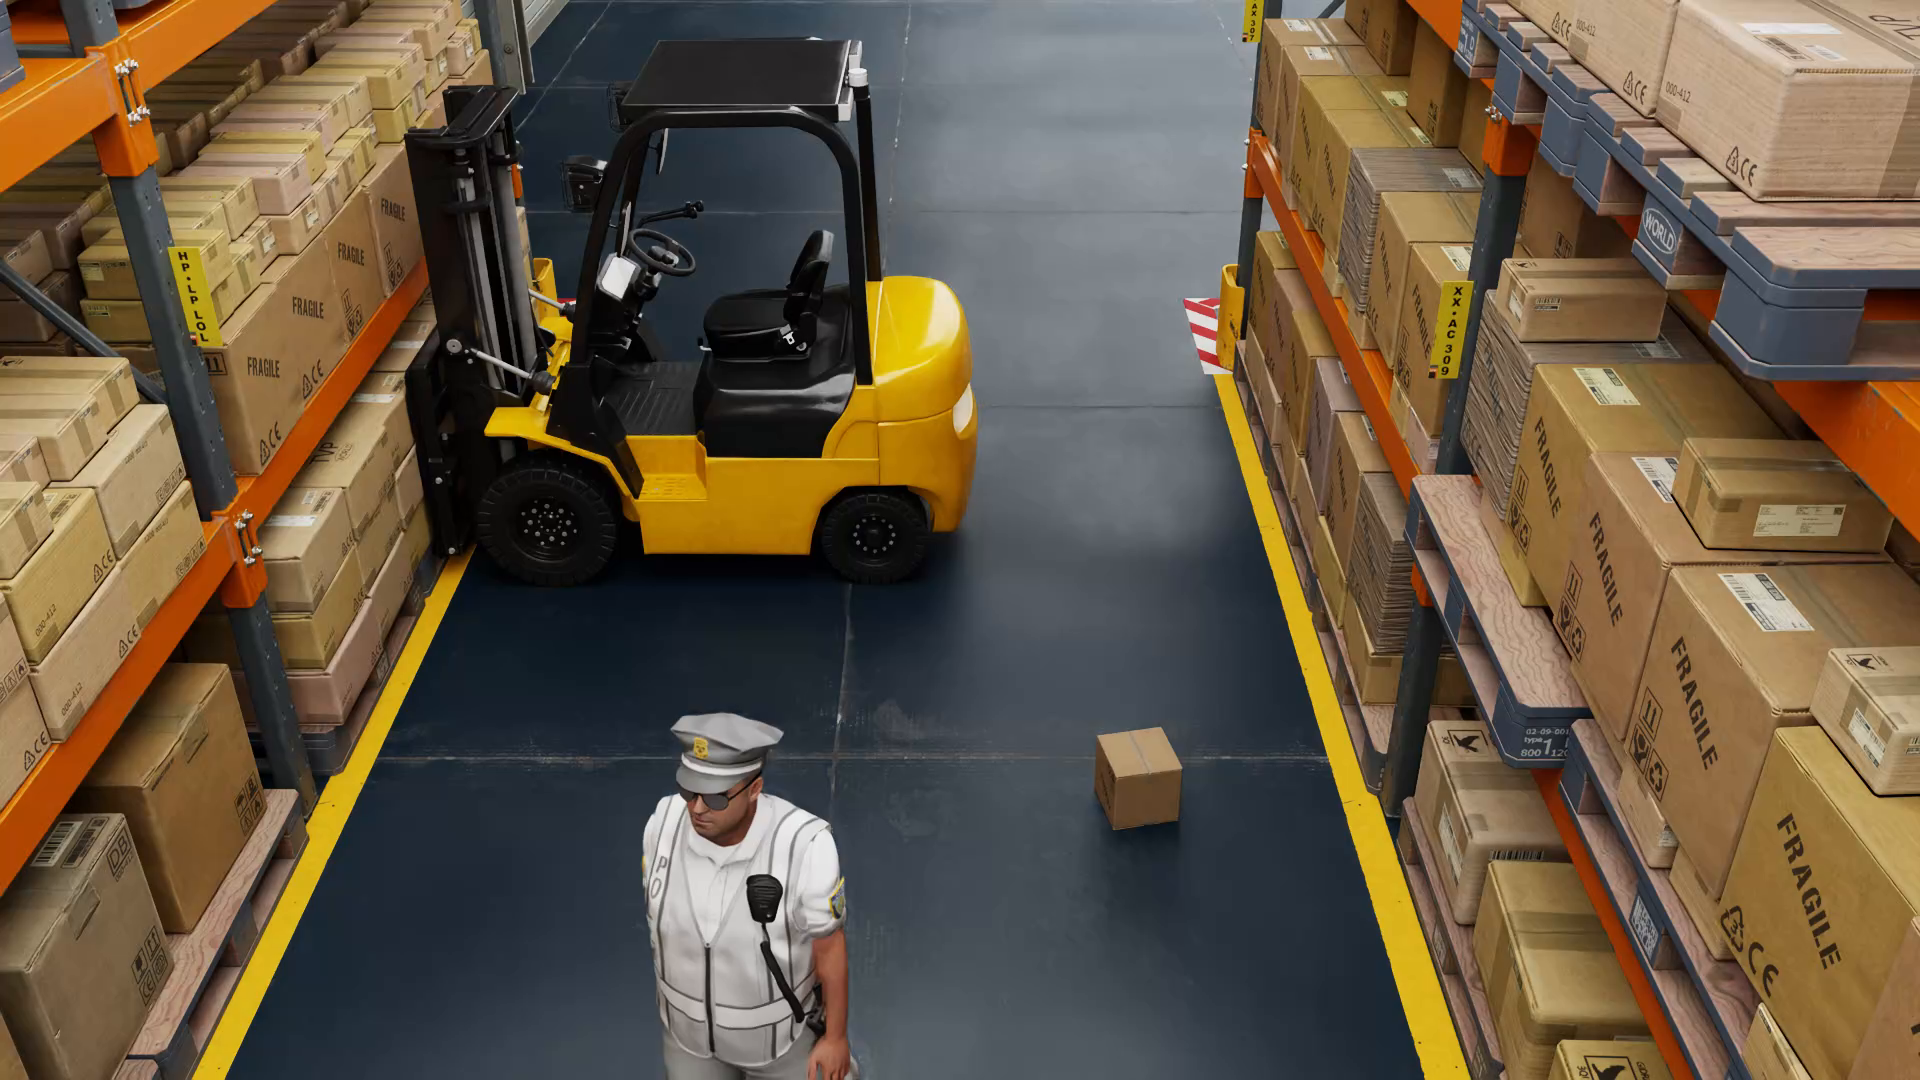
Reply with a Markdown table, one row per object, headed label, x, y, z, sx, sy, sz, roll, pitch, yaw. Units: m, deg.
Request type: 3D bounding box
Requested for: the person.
| label | x | y | z | sx | sy | sz | roll | pitch | yaw |
| --- | --- | --- | --- | --- | --- | --- | --- | --- | --- |
| person | -0.523 | 1.150 | 4.172 | 0.543 | 1.753 | 0.687 | 8 | 32 | 12 |
